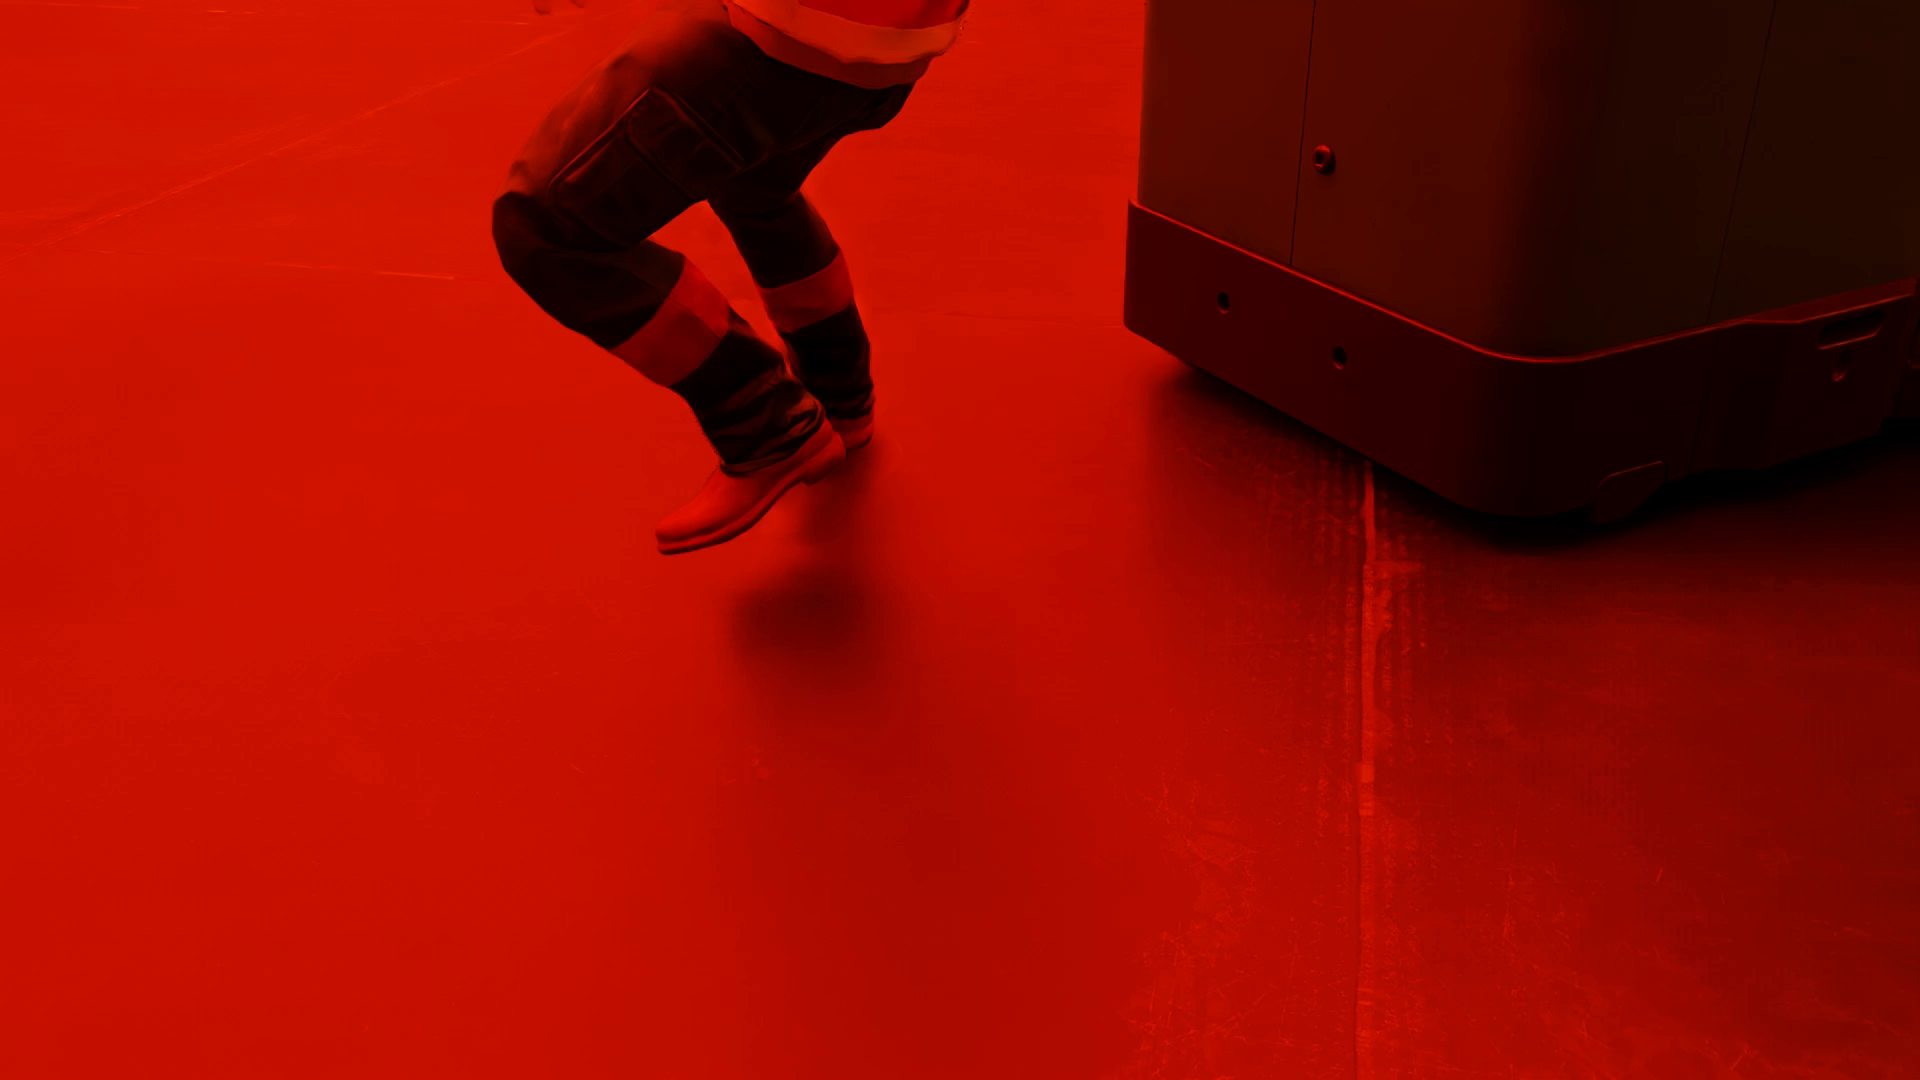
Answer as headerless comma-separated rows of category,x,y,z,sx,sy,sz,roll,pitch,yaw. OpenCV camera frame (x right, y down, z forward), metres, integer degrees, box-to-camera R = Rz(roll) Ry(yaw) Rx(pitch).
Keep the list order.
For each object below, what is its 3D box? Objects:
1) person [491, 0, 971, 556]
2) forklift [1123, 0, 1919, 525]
person,-0.304,-0.746,2.181,0.691,1.627,0.867,8,28,16
forklift,1.852,-1.793,2.800,3.031,2.935,1.130,-14,30,-25
